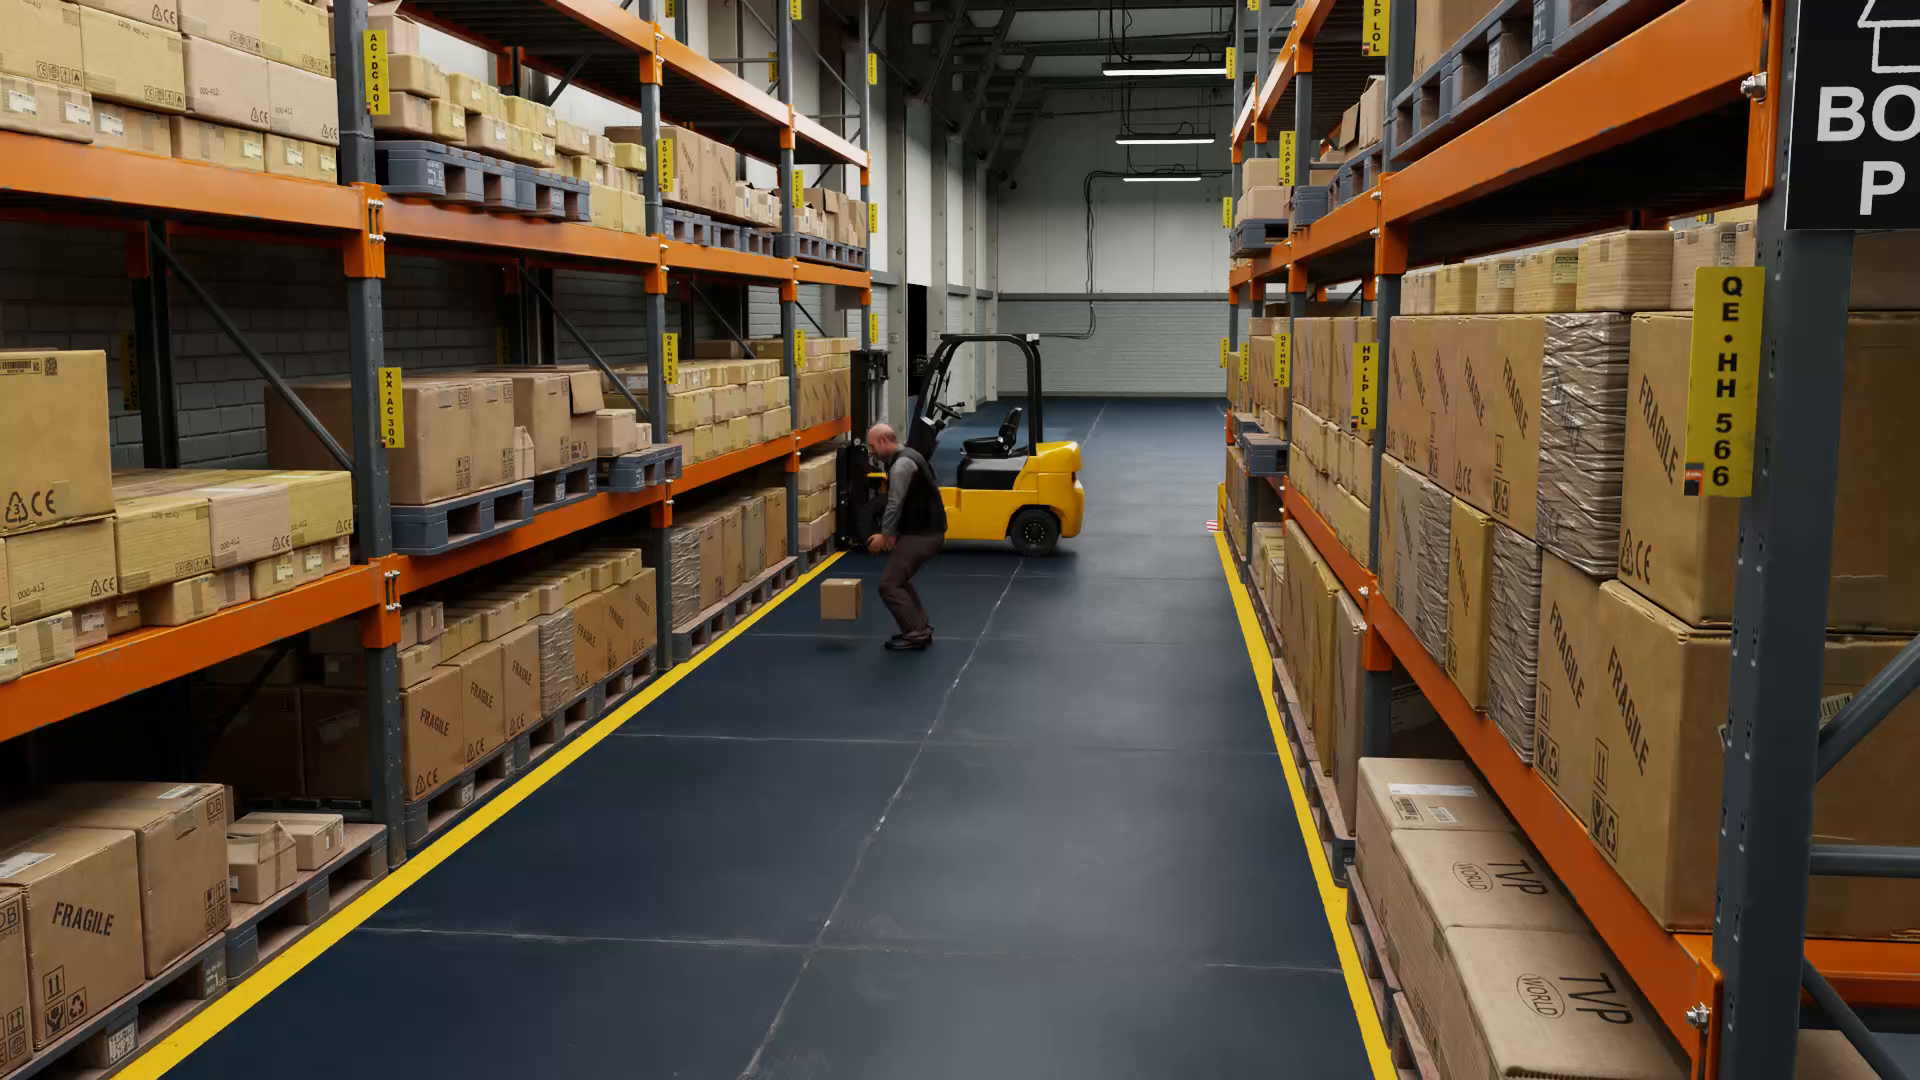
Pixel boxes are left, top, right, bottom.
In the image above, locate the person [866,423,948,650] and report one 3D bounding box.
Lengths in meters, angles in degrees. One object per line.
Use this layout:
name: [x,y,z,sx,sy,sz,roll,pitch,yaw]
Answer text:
person: [-0.372,-0.026,11.657,0.555,1.581,0.581,1,8,7]
